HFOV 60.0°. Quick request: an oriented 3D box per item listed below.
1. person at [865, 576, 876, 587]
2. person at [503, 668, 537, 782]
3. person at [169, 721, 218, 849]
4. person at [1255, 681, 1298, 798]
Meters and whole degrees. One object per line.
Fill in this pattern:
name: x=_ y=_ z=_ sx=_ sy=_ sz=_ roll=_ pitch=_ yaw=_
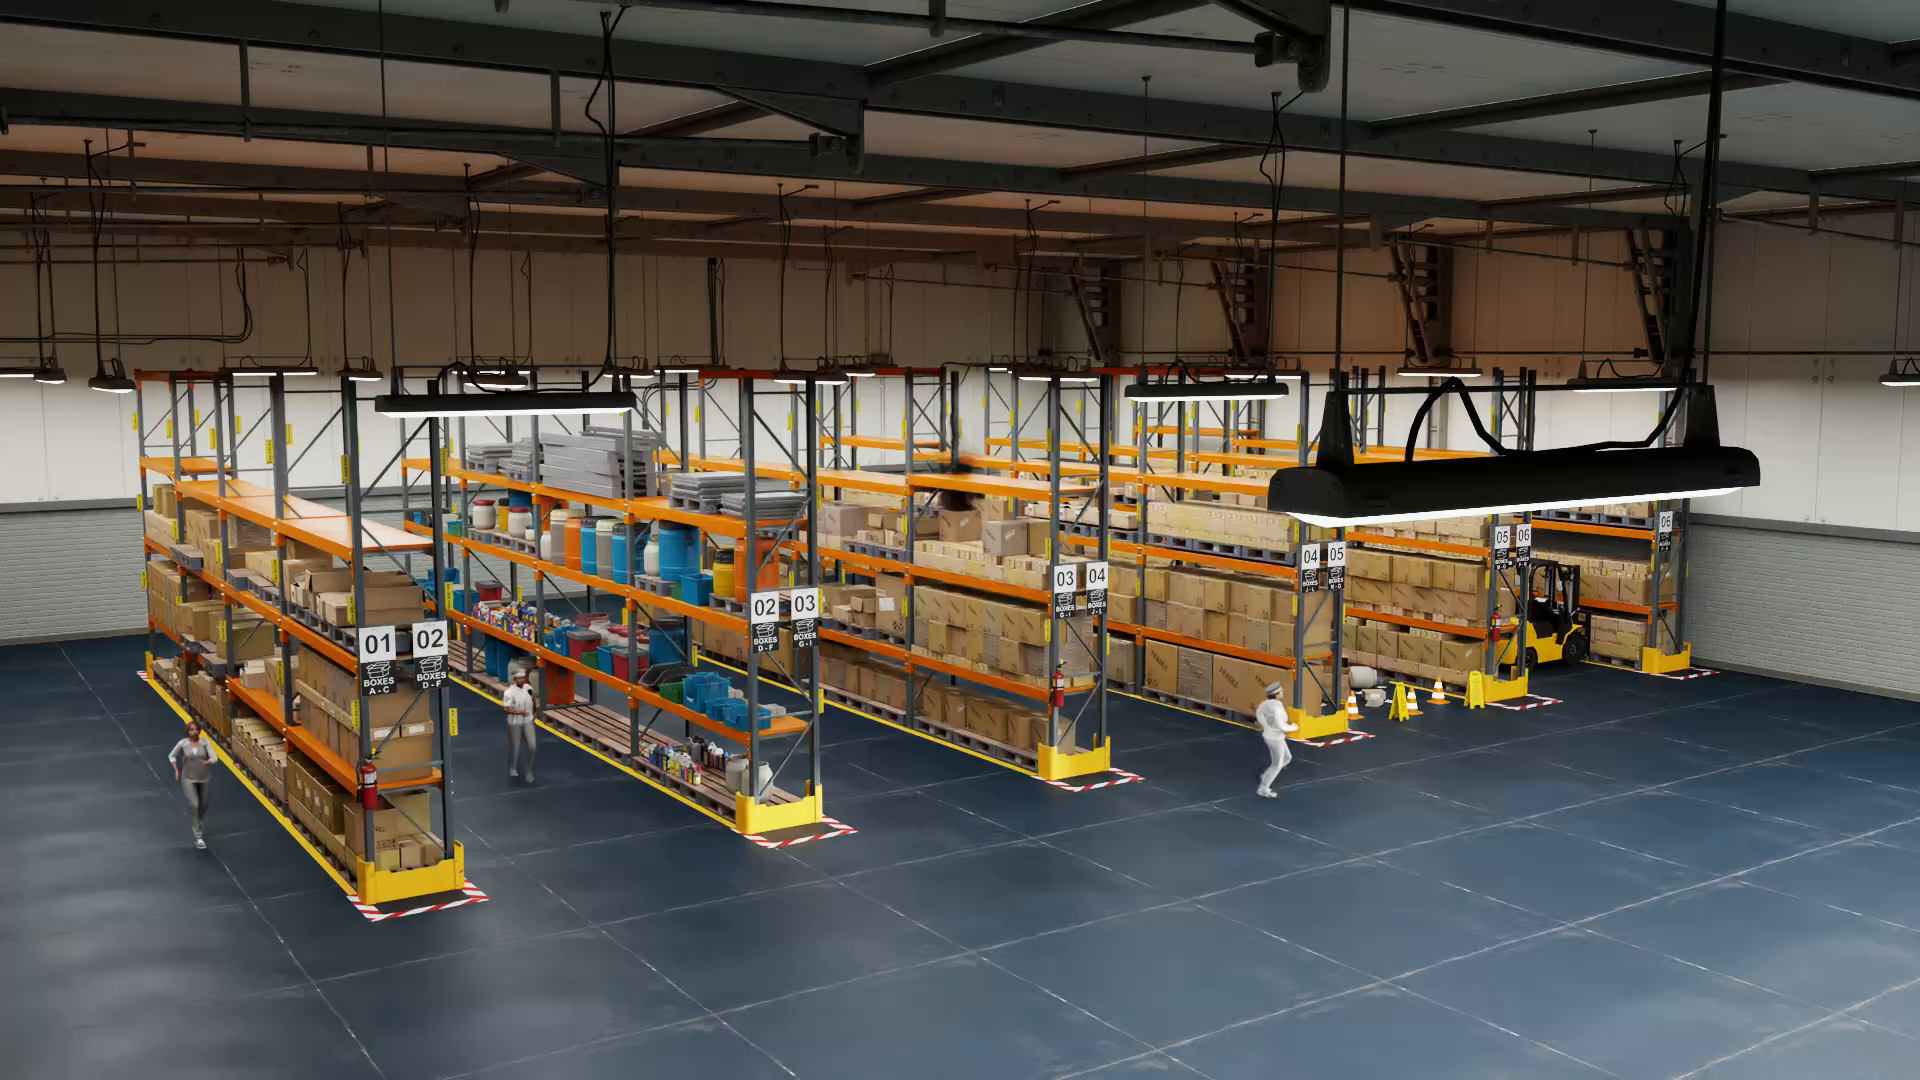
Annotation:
person: x=-2.176 y=0.743 z=42.059 sx=0.747 sy=1.743 sz=0.929 roll=-5 pitch=8 yaw=-39
person: x=-6.480 y=2.740 z=24.585 sx=0.584 sy=1.745 sz=0.718 roll=-5 pitch=8 yaw=-37
person: x=-9.849 y=3.106 z=21.418 sx=0.537 sy=1.585 sz=0.893 roll=-5 pitch=8 yaw=-36
person: x=4.511 y=2.829 z=23.654 sx=0.562 sy=1.663 sz=0.671 roll=-1 pitch=6 yaw=-6
